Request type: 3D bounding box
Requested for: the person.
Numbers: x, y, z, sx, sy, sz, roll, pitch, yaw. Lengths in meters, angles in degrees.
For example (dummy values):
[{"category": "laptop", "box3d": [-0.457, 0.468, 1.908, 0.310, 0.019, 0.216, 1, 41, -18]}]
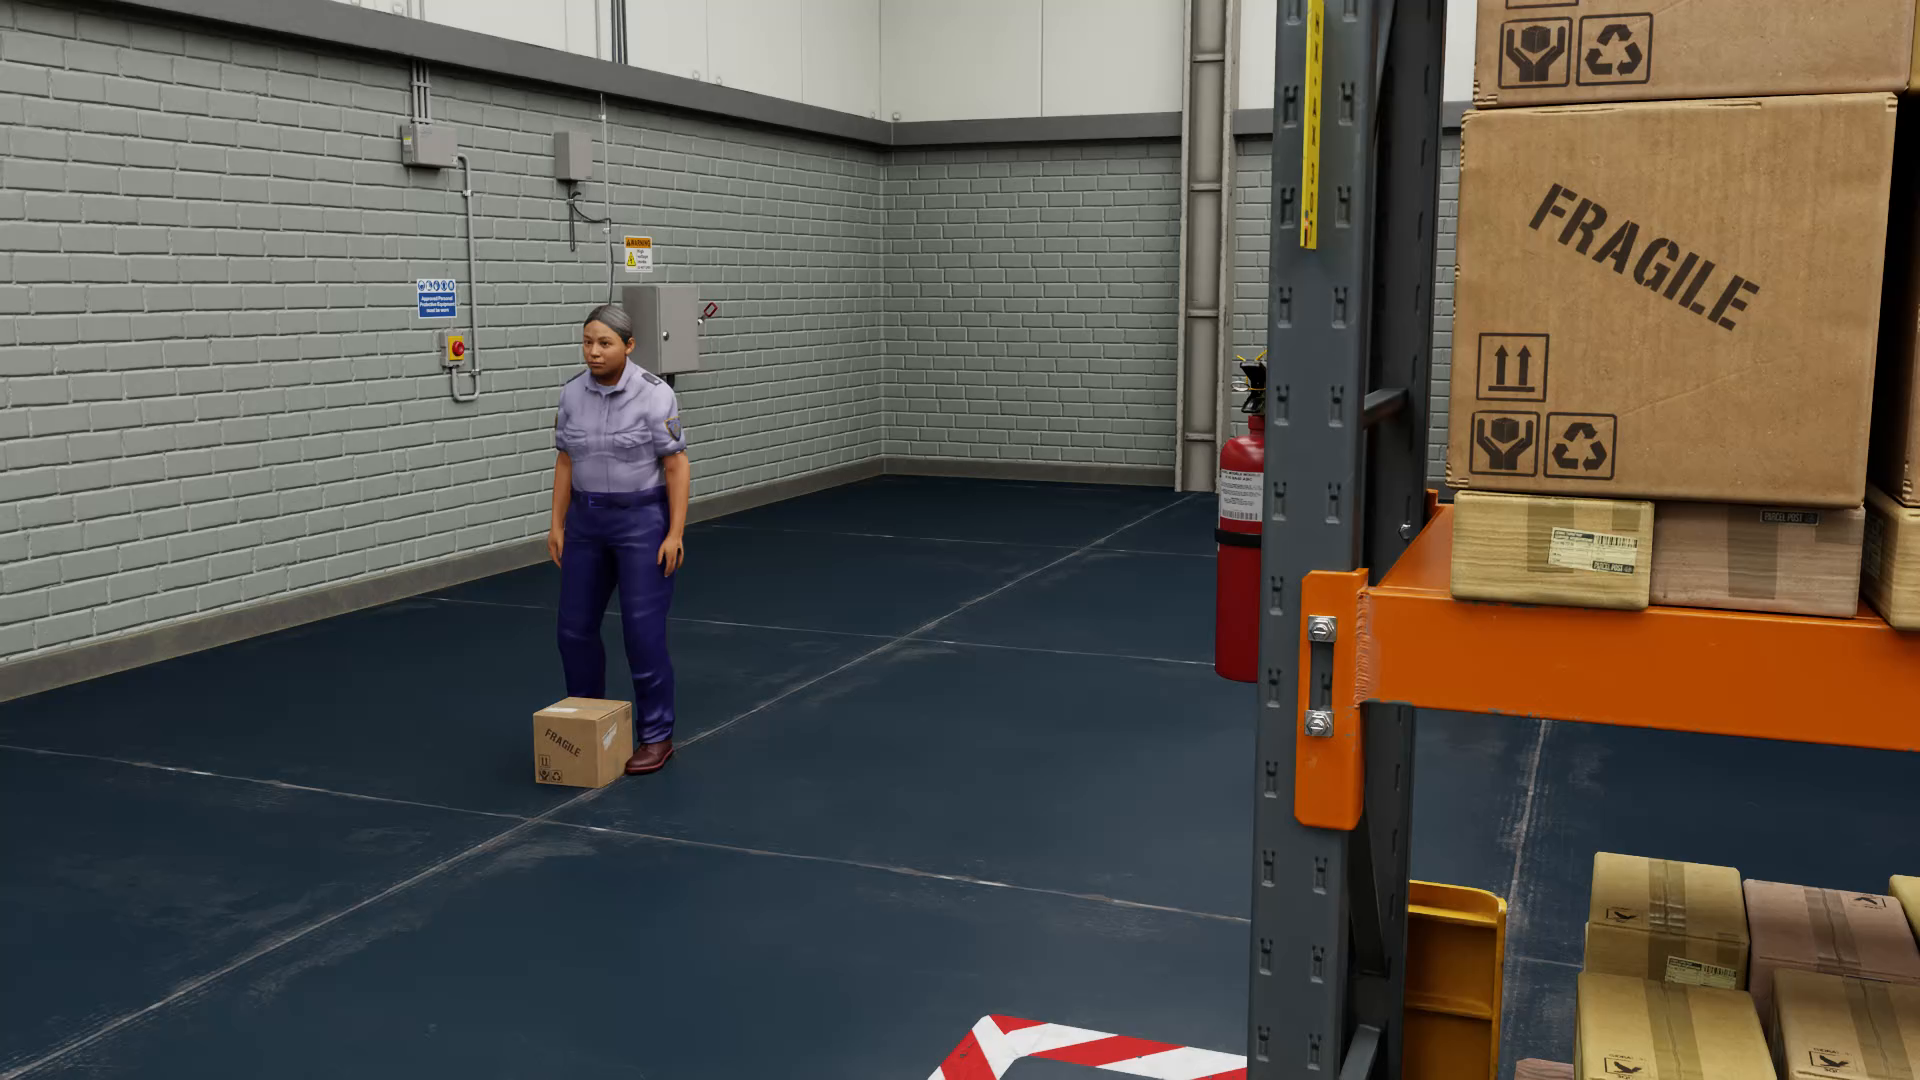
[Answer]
[{"category": "person", "box3d": [-1.239, -0.012, 5.971, 0.563, 1.647, 0.375, 3, 9, 18]}]
